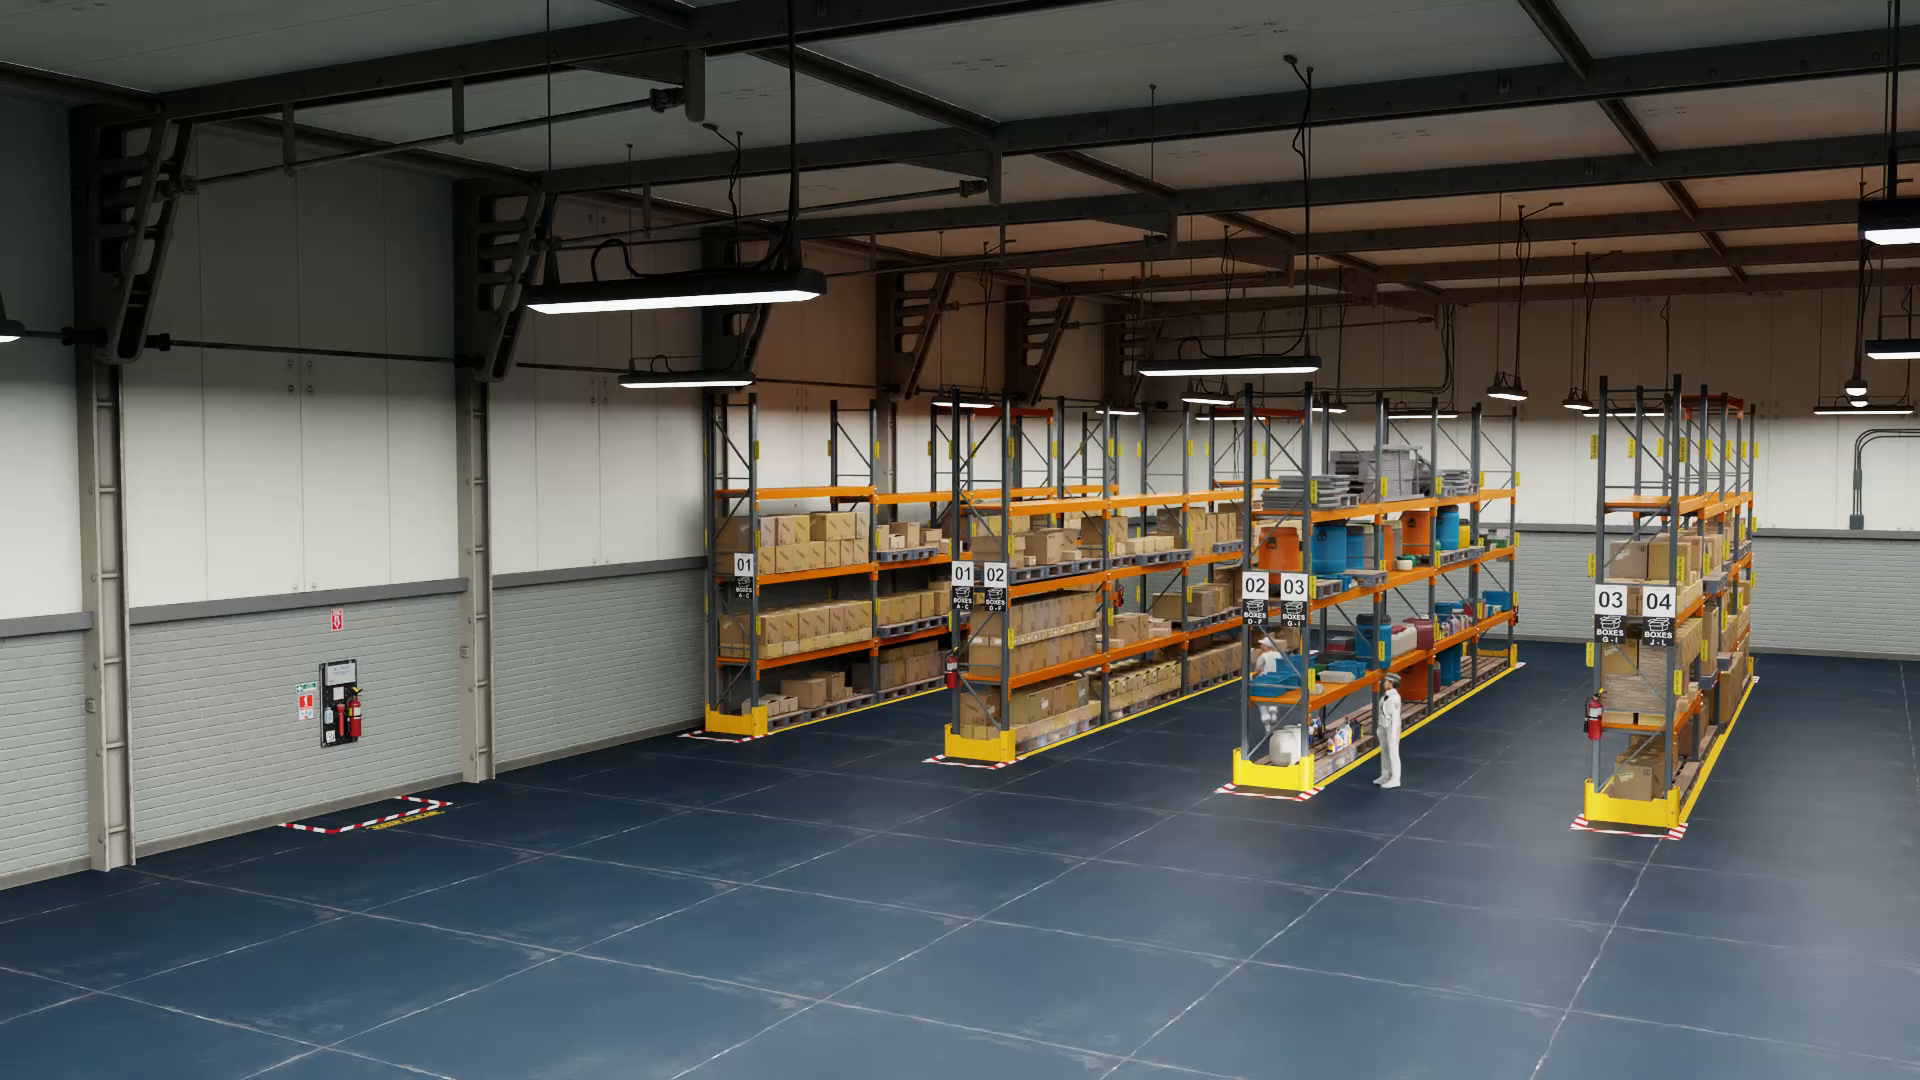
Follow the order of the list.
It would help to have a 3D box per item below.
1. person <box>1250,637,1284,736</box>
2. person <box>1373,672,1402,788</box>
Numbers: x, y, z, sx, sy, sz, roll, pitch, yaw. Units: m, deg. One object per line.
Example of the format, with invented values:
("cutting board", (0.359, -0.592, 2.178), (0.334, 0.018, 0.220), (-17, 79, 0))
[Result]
("person", (5.433, 2.552, 29.296), (0.729, 1.723, 0.527), (0, 3, -5))
("person", (6.388, 2.811, 24.768), (0.374, 1.695, 0.526), (-1, 3, -15))
